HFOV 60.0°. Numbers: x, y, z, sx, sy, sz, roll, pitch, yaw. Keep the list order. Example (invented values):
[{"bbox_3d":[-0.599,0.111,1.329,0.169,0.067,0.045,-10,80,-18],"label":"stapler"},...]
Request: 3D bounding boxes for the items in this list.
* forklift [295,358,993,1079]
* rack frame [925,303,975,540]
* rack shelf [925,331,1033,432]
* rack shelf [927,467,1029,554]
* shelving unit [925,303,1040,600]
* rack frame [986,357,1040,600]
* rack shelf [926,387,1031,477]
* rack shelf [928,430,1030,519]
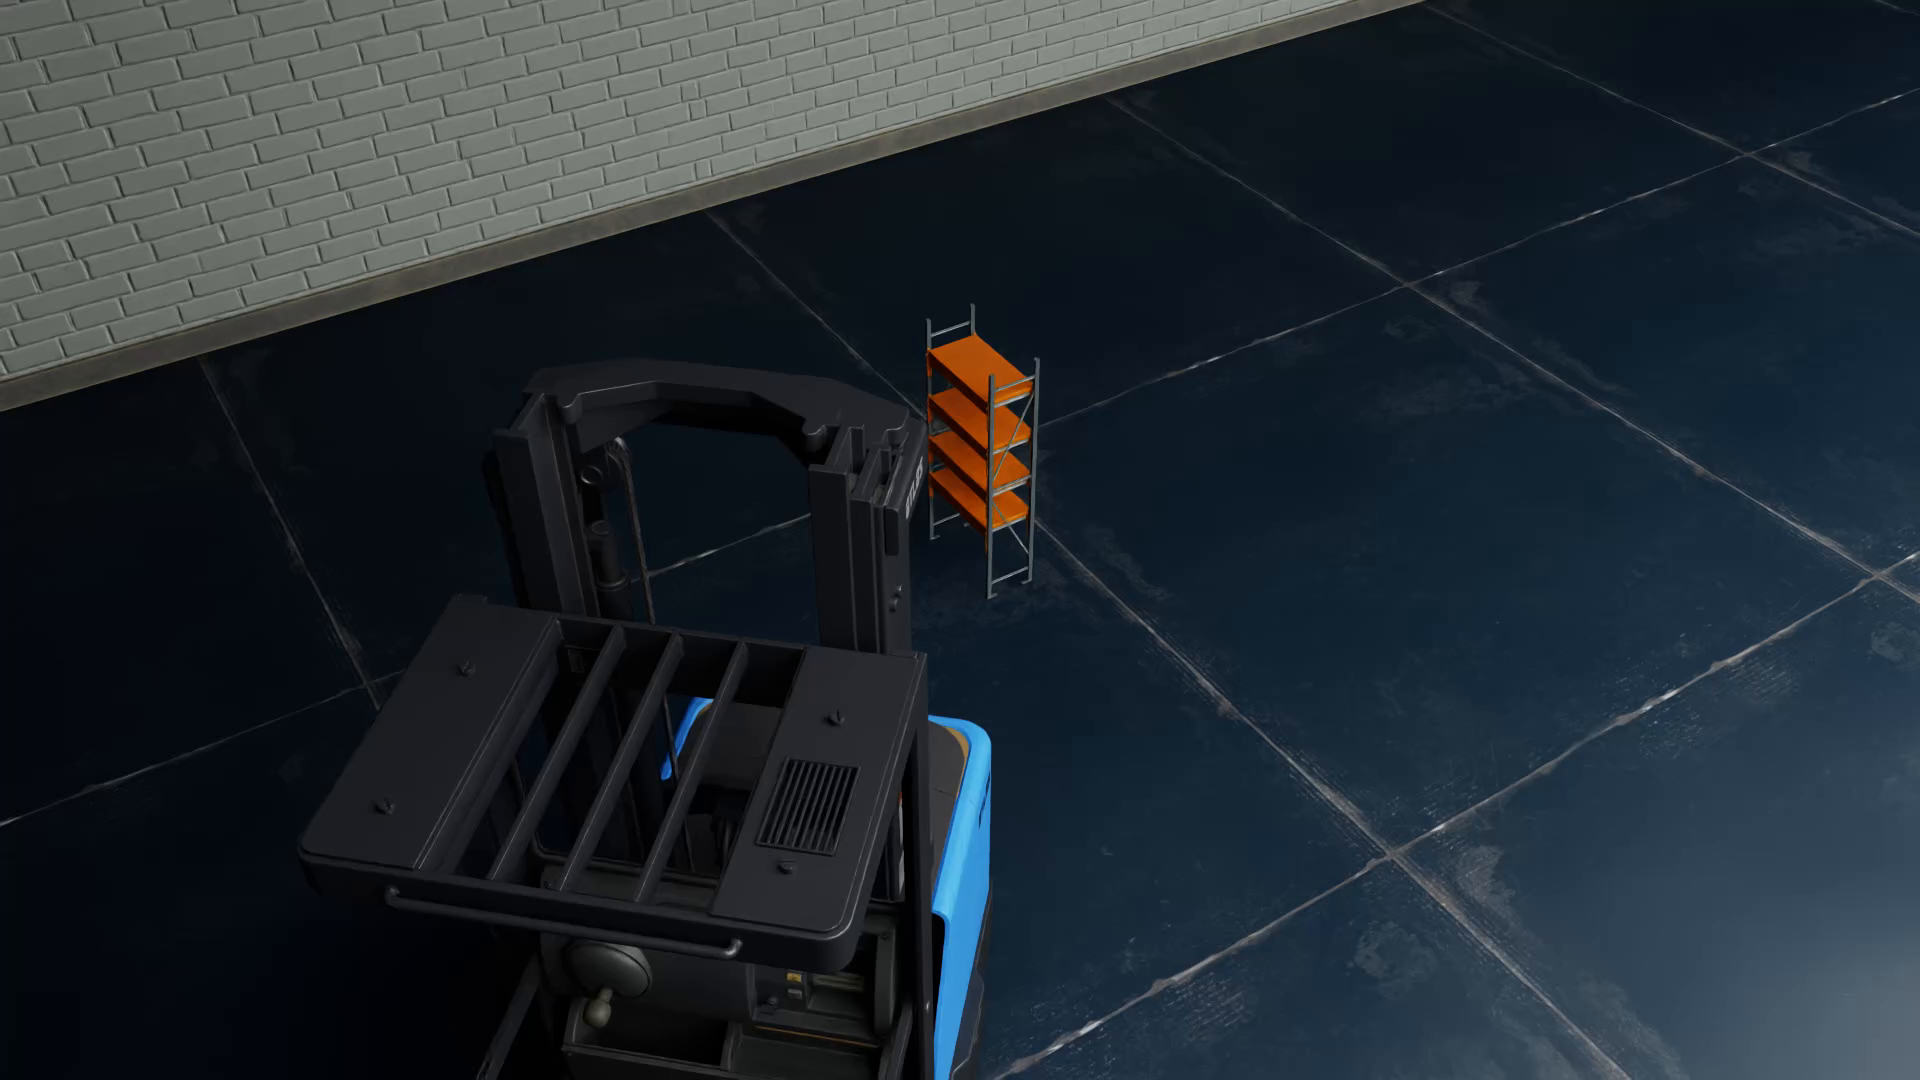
[{"bbox_3d":[-0.658,1.160,4.069,1.130,2.935,3.031,7,40,8],"label":"forklift"},{"bbox_3d":[-0.042,-0.503,7.417,0.240,1.200,0.015,-22,45,-24],"label":"rack frame"},{"bbox_3d":[0.089,-0.673,7.007,0.258,0.148,0.480,-22,45,-24],"label":"rack shelf"},{"bbox_3d":[0.089,-0.167,7.429,0.258,0.148,0.480,-22,45,-24],"label":"rack shelf"},{"bbox_3d":[0.089,-0.372,7.259,0.258,1.200,0.503,-22,45,-24],"label":"shelving unit"},{"bbox_3d":[0.220,-0.240,7.101,0.240,1.200,0.015,-22,45,-24],"label":"rack frame"},{"bbox_3d":[0.089,-0.492,7.159,0.258,0.148,0.480,-22,45,-24],"label":"rack shelf"},{"bbox_3d":[0.089,-0.320,7.302,0.258,0.148,0.480,-22,45,-24],"label":"rack shelf"}]
